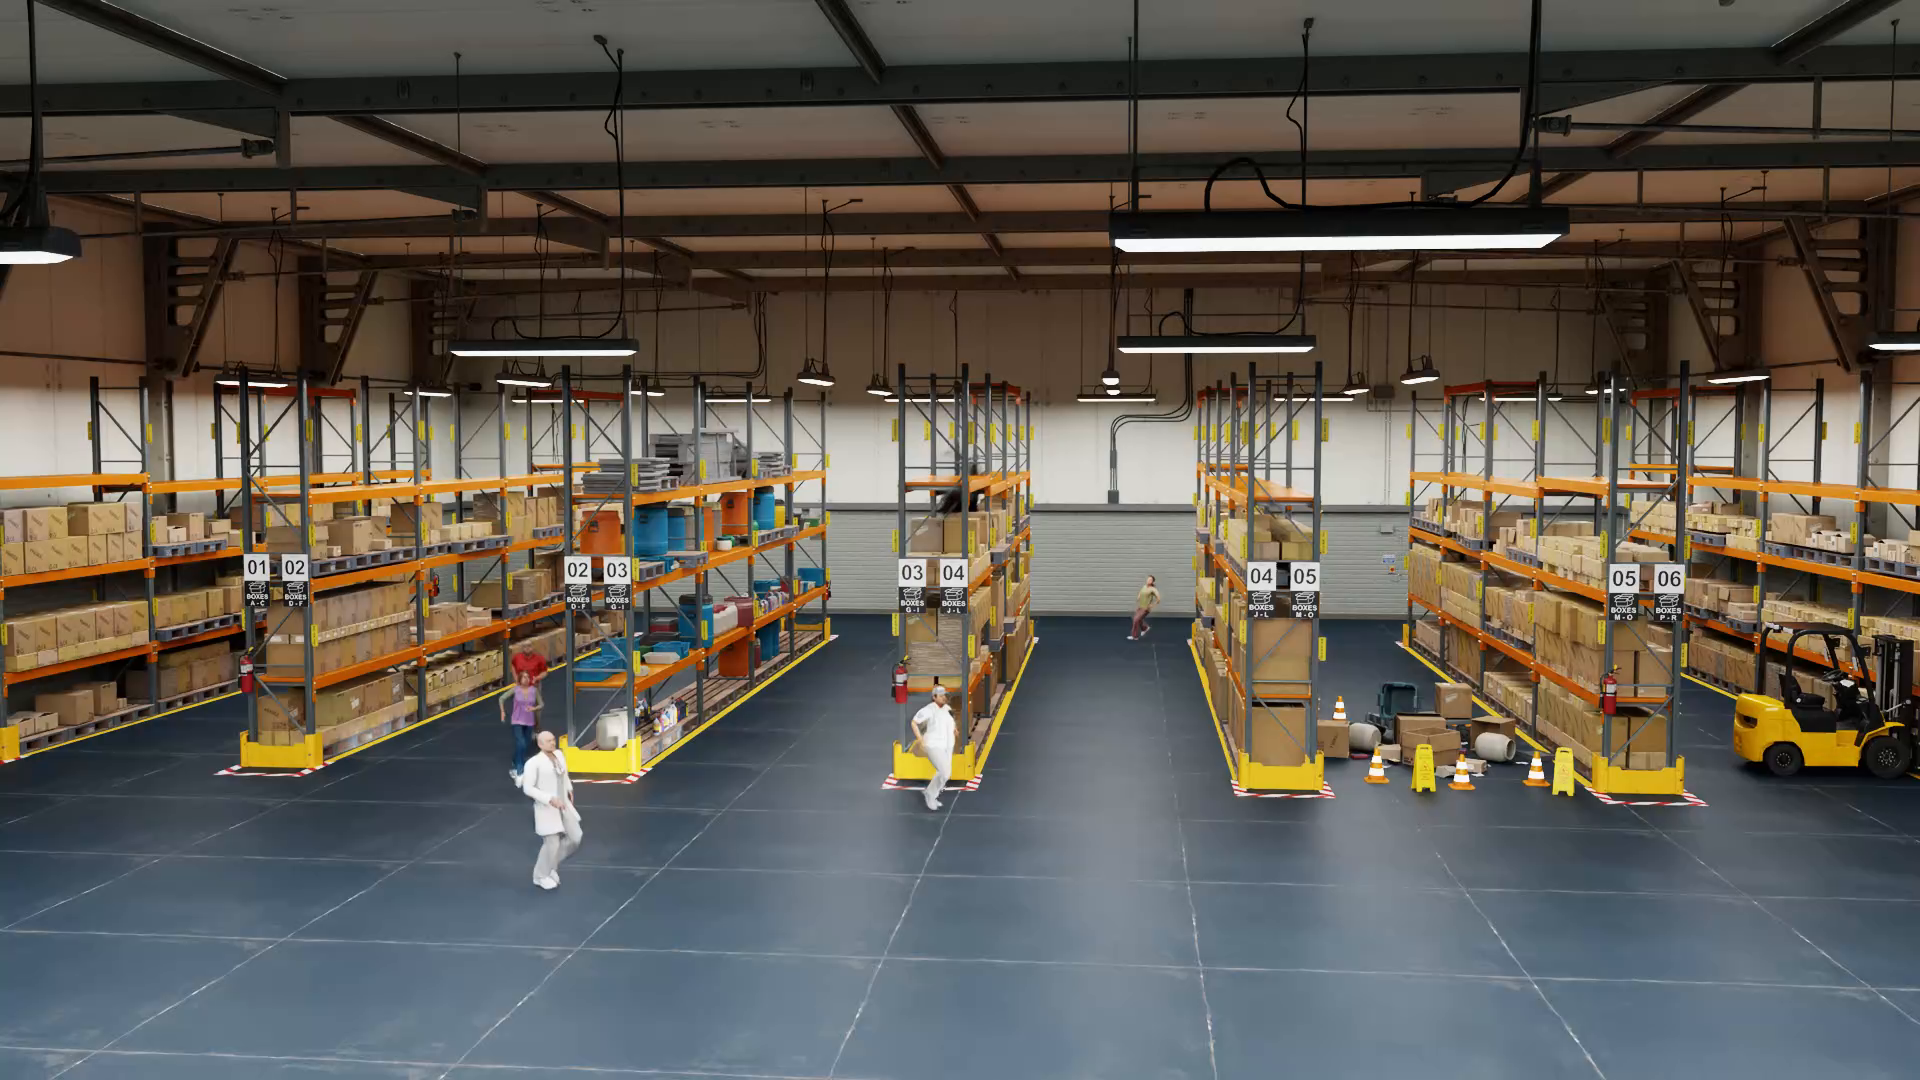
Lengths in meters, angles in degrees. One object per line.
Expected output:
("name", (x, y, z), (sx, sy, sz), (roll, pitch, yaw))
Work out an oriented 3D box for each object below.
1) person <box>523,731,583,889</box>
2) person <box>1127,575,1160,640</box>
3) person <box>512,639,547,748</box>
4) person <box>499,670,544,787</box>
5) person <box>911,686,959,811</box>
("person", (-4.466, 2.960, 18.282), (0.608, 1.737, 0.722), (2, 4, 32))
("person", (4.422, 1.639, 40.035), (0.661, 1.578, 0.652), (-2, 4, -29))
("person", (-6.901, 2.460, 26.662), (0.573, 1.777, 0.882), (-1, 4, -11))
("person", (-6.292, 2.685, 23.880), (0.570, 1.636, 0.615), (-3, 5, -39))
("person", (-0.262, 2.759, 22.059), (0.643, 1.642, 0.586), (4, 5, 44))
